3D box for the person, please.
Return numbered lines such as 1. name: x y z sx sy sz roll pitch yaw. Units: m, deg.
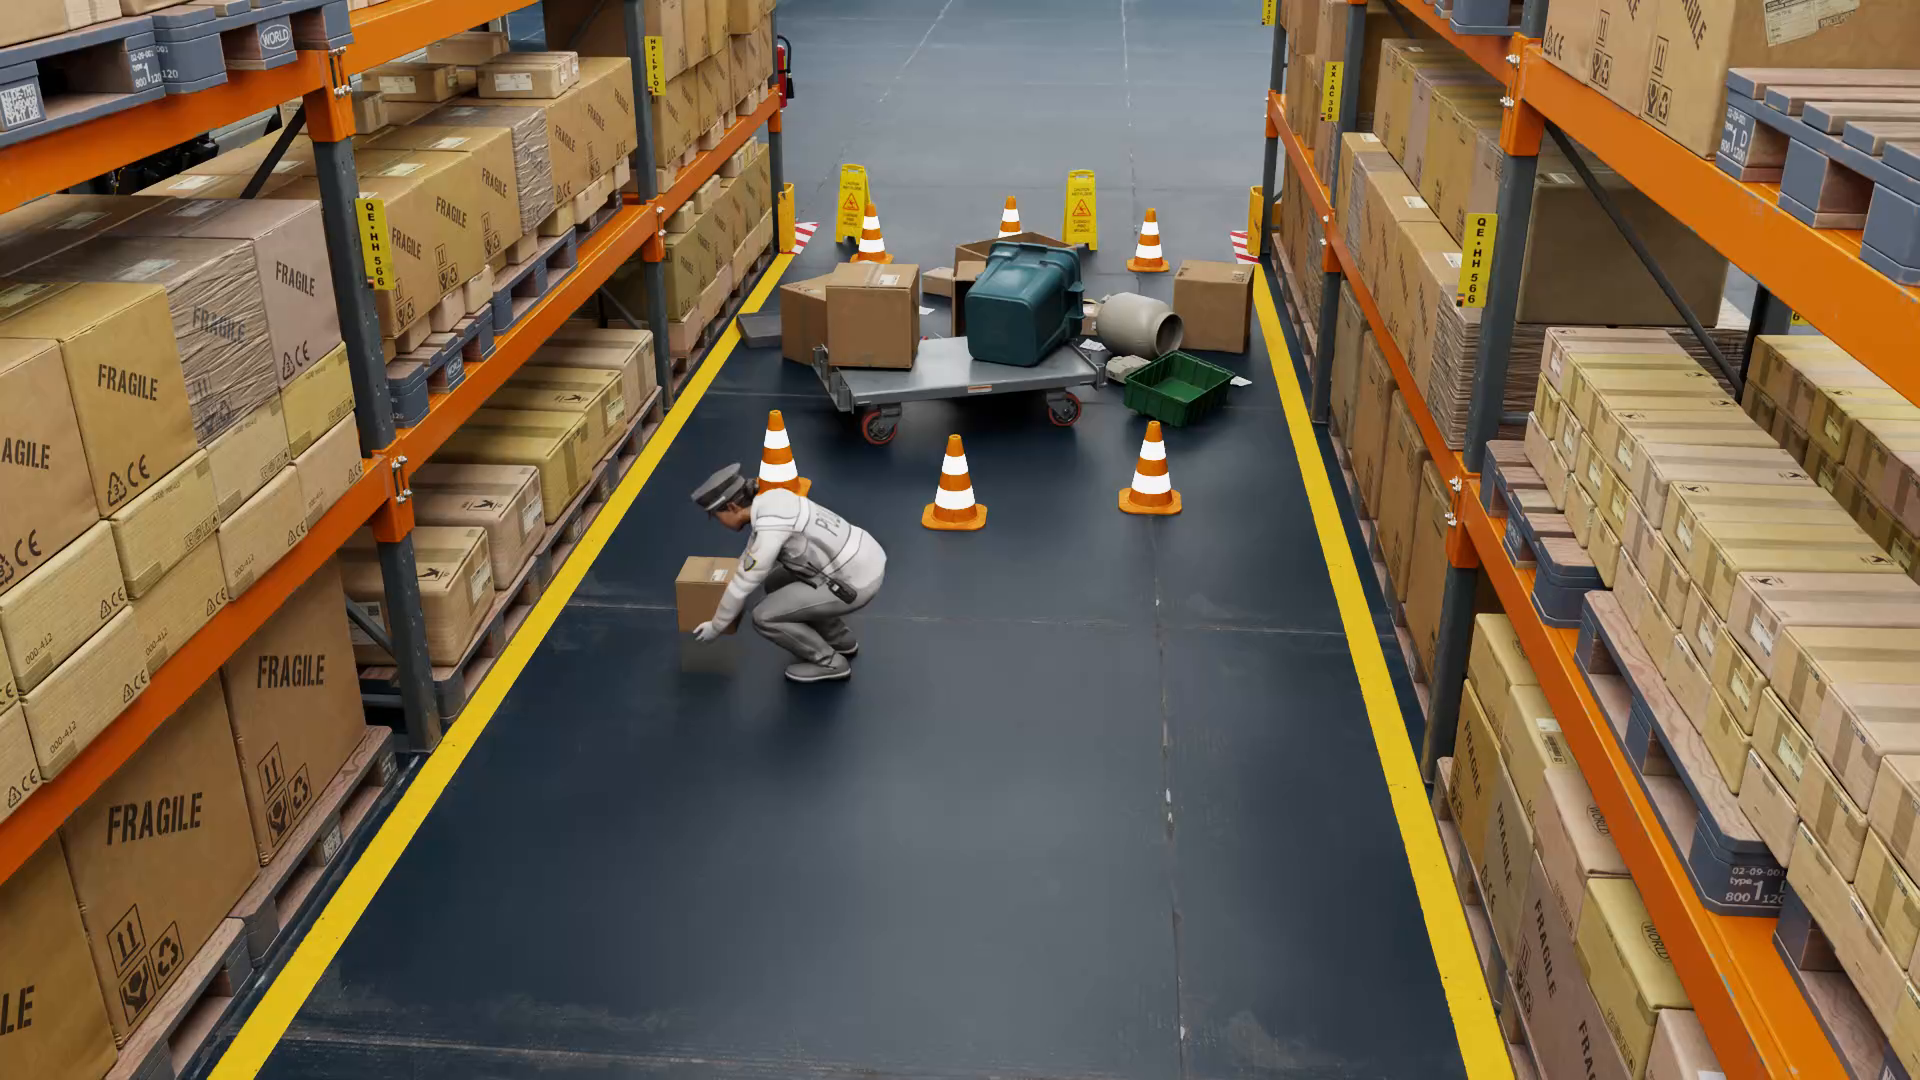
1. person: -0.739 0.123 7.184 0.826 0.967 0.492 2 25 4
